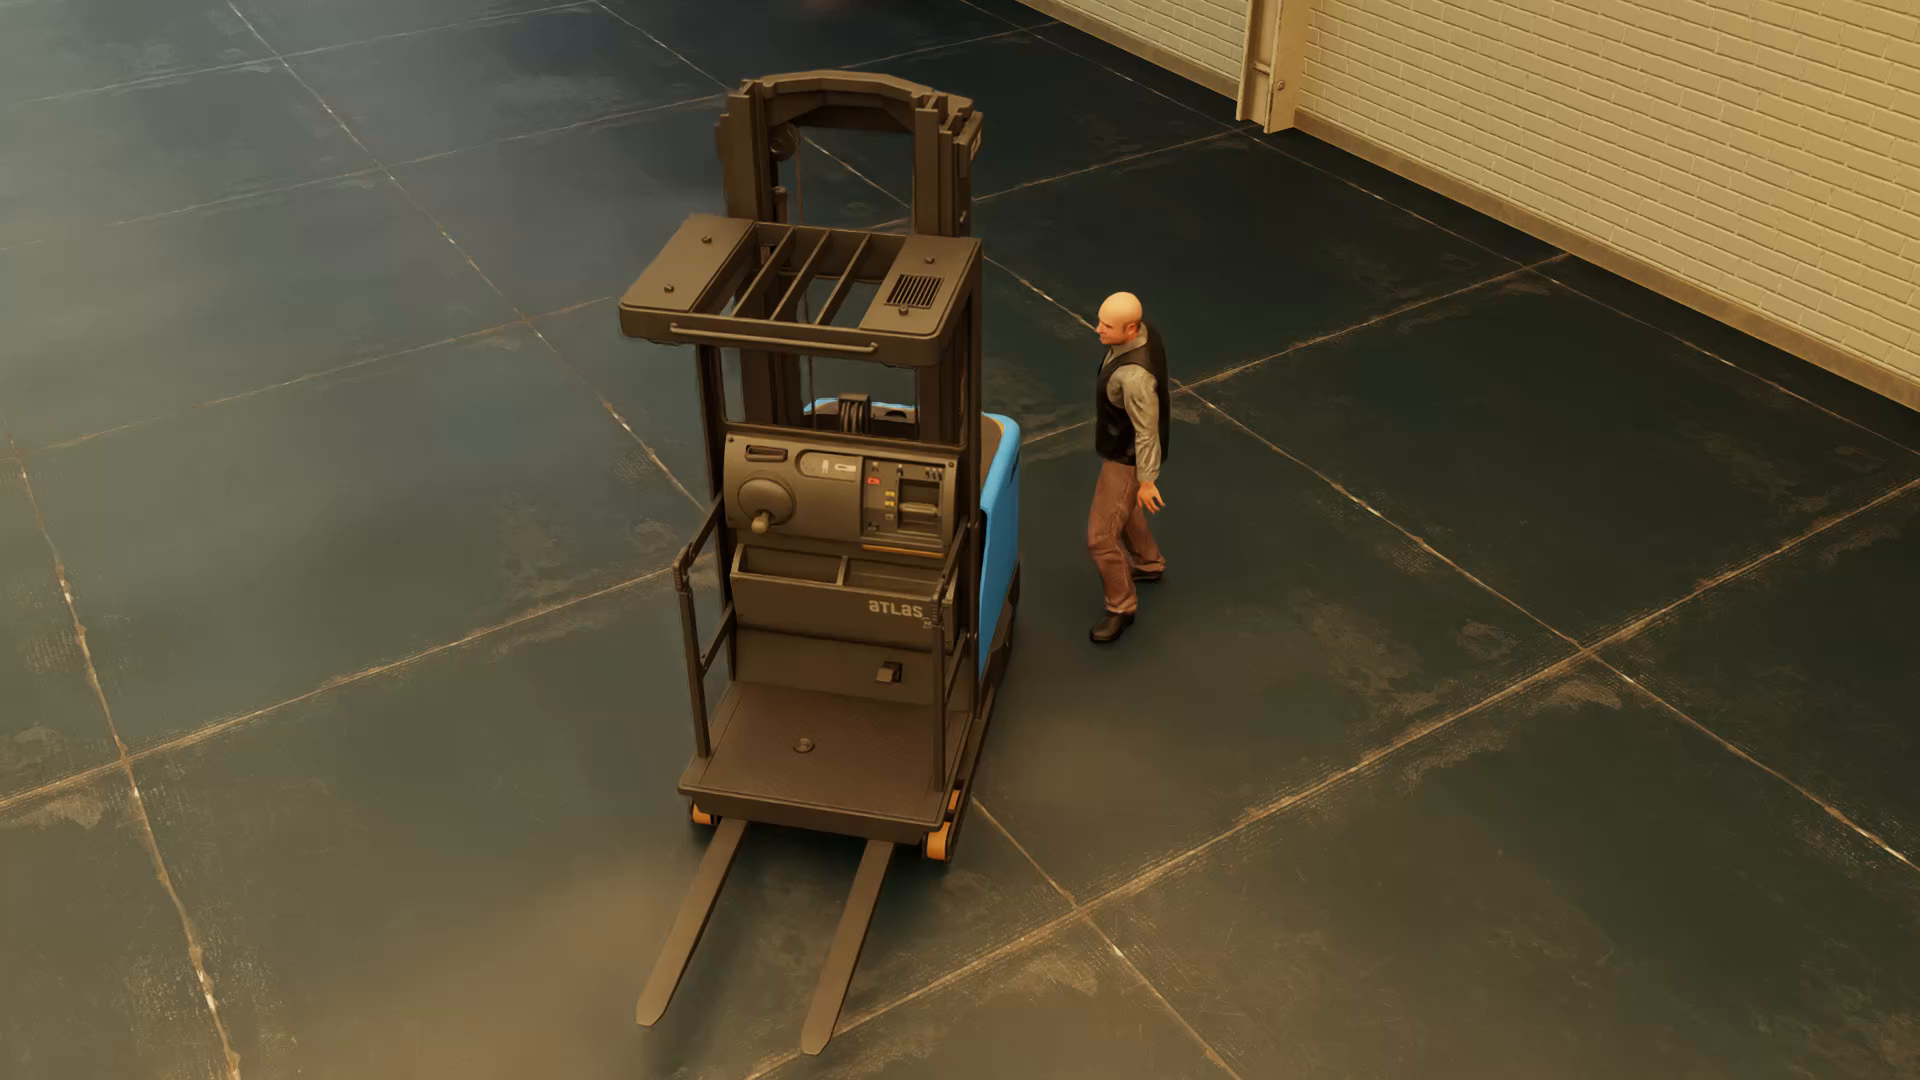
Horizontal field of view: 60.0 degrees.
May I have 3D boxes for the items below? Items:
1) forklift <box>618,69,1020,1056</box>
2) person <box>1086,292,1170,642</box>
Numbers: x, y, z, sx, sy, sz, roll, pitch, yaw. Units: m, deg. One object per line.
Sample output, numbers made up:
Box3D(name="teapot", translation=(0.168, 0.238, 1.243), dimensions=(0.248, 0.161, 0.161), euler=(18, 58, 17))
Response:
Box3D(name="forklift", translation=(-0.512, -0.120, 6.319), dimensions=(1.130, 2.935, 3.031), euler=(7, 36, 10))
Box3D(name="person", translation=(0.818, -0.413, 7.844), dimensions=(0.408, 1.694, 0.864), euler=(3, 35, 5))
